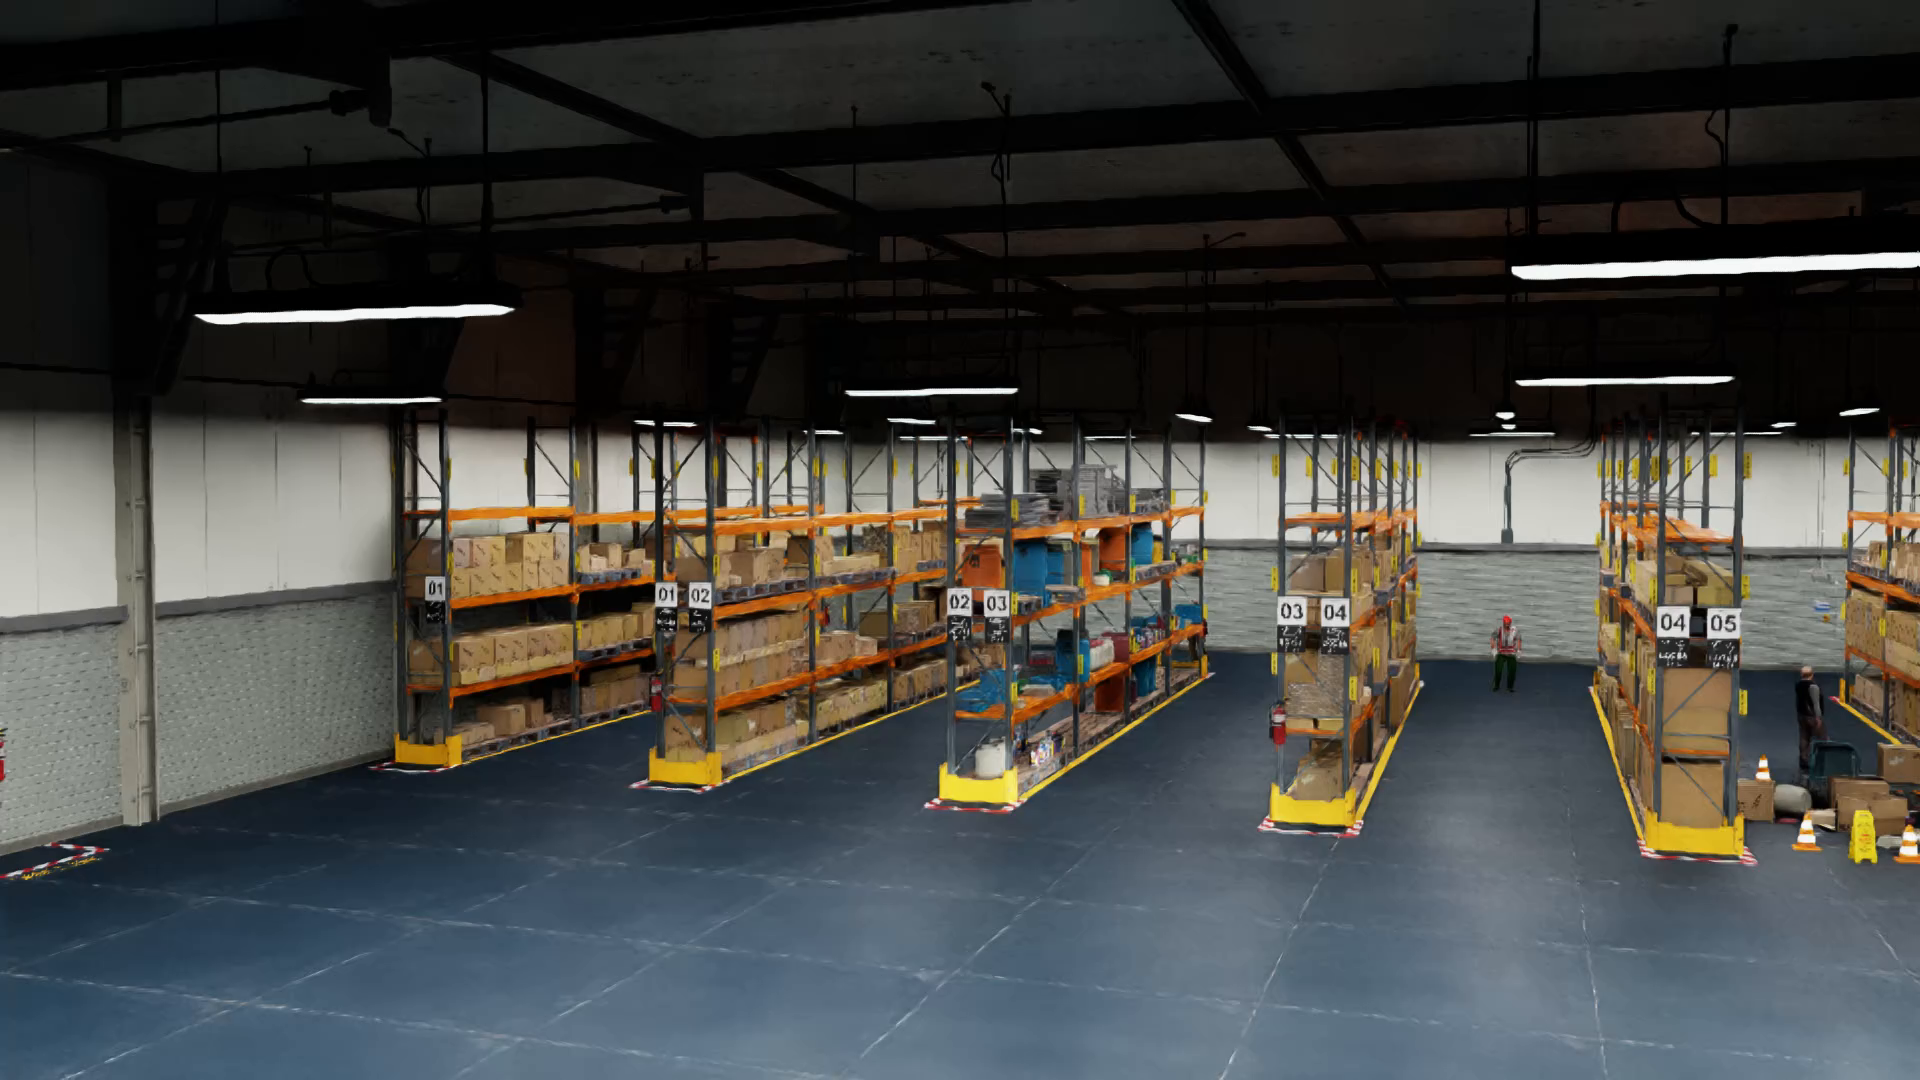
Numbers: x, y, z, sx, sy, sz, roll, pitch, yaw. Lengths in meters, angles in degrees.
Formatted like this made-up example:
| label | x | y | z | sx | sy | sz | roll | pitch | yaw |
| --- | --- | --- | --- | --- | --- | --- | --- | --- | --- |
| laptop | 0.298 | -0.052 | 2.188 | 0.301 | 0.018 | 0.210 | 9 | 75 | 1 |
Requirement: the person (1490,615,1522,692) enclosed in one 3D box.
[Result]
| label | x | y | z | sx | sy | sz | roll | pitch | yaw |
| --- | --- | --- | --- | --- | --- | --- | --- | --- | --- |
| person | 12.236 | 2.543 | 37.264 | 0.677 | 1.742 | 0.552 | 1 | 3 | 17 |

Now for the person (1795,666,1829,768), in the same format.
| label | x | y | z | sx | sy | sz | roll | pitch | yaw |
| --- | --- | --- | --- | --- | --- | --- | --- | --- | --- |
| person | 14.130 | 2.953 | 27.683 | 0.444 | 1.719 | 0.569 | 0 | 2 | -9 |

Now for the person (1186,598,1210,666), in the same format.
| label | x | y | z | sx | sy | sz | roll | pitch | yaw |
| --- | --- | --- | --- | --- | --- | --- | --- | --- | --- |
| person | 6.005 | 2.330 | 41.843 | 0.622 | 1.767 | 0.613 | -2 | 3 | -36 |

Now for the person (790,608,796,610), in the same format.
| label | x | y | z | sx | sy | sz | roll | pitch | yaw |
| --- | --- | --- | --- | --- | --- | --- | --- | --- | --- |
| person | -3.883 | 2.455 | 38.887 | 0.407 | 1.730 | 0.654 | 0 | 2 | 4 |
